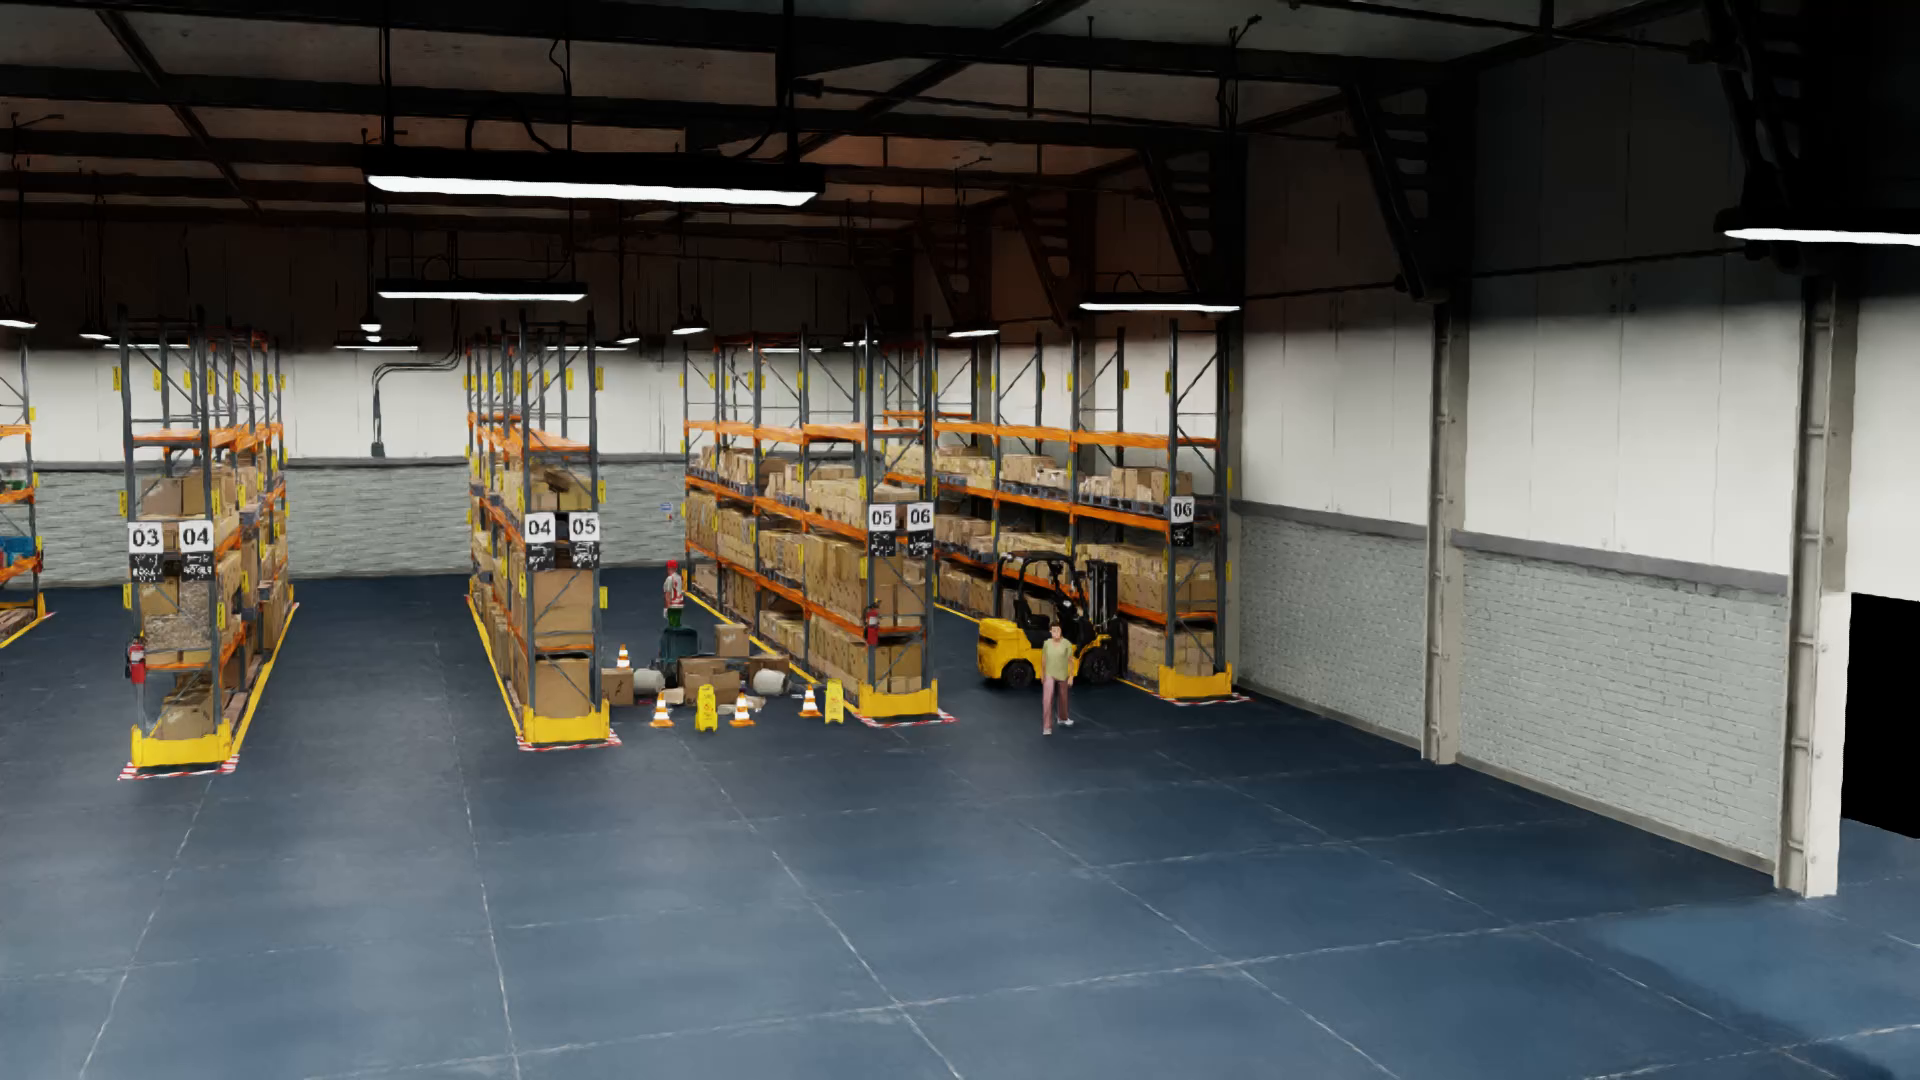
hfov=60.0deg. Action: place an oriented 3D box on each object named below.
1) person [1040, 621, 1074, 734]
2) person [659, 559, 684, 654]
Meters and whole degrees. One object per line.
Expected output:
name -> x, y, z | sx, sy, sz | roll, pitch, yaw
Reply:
person -> 1.394, 1.944, 23.821 | 0.488, 1.611, 0.957 | 0, 5, 3
person -> -5.242, 1.234, 30.200 | 0.577, 1.785, 0.655 | 1, 6, 10
